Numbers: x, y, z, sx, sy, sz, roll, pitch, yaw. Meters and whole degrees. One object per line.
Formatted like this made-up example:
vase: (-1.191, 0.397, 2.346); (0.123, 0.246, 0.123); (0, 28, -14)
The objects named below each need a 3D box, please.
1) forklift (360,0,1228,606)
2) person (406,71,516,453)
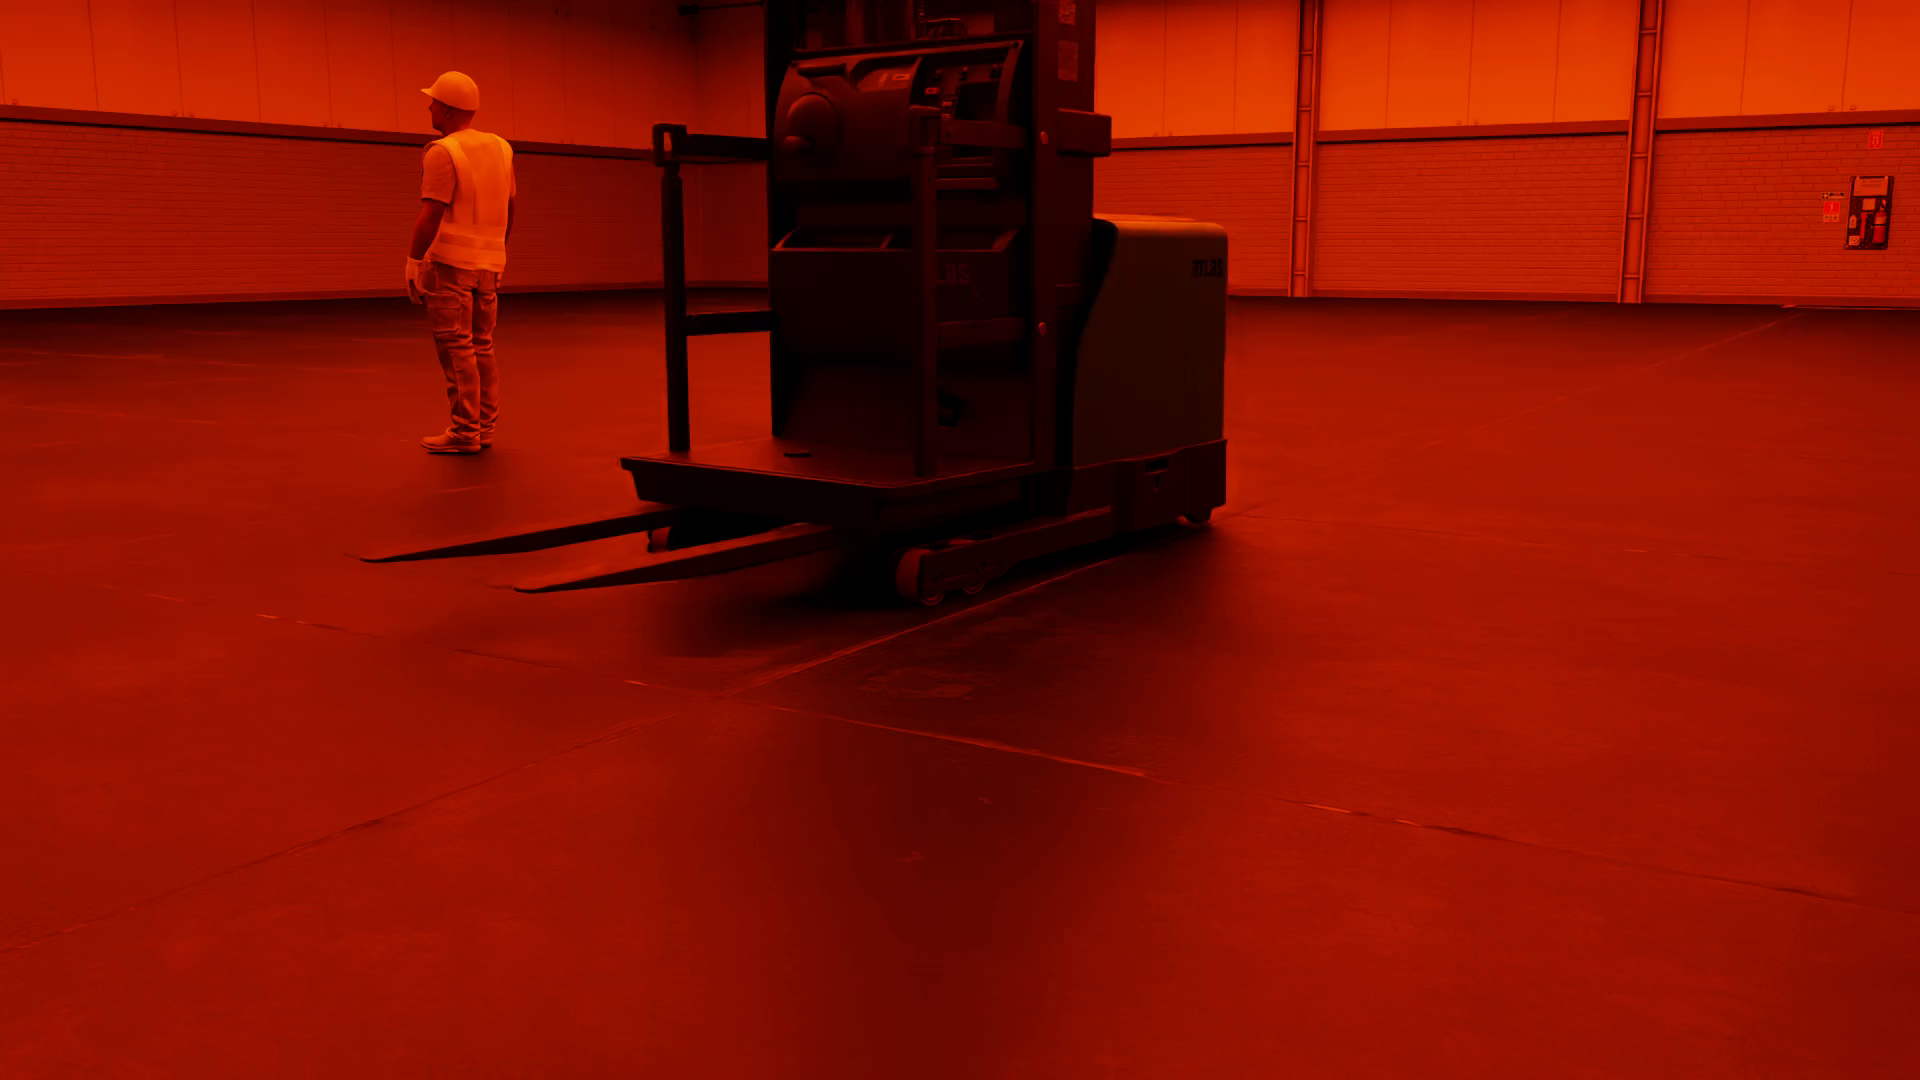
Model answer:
forklift: (-0.329, -1.354, 4.949); (1.130, 2.935, 3.031); (8, 13, 37)
person: (-2.443, -1.314, 7.960); (0.577, 1.782, 0.656); (4, 11, 23)
